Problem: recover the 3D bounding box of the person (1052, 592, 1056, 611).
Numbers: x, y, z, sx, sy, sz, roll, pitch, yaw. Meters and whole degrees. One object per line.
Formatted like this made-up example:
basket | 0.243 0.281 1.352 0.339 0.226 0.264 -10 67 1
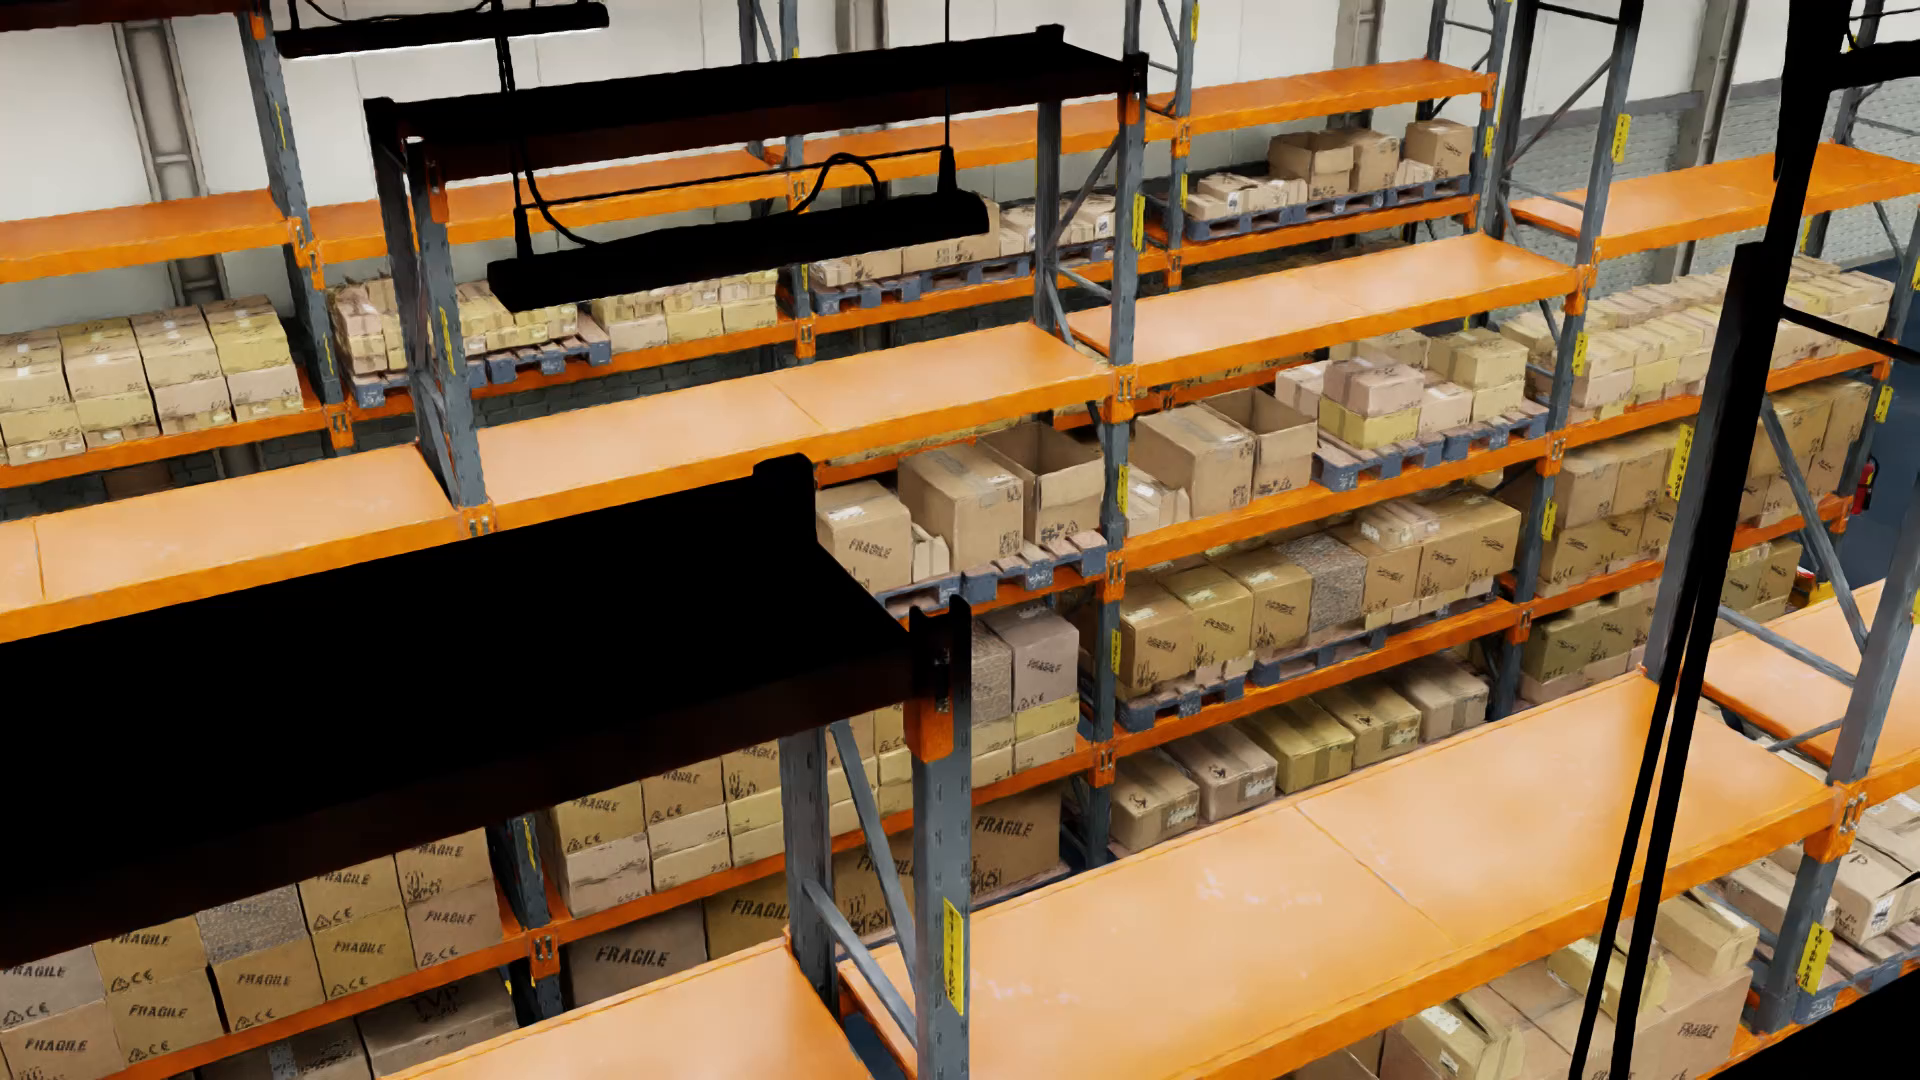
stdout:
person | 1.049 0.609 13.980 0.578 1.724 0.499 1 28 2
